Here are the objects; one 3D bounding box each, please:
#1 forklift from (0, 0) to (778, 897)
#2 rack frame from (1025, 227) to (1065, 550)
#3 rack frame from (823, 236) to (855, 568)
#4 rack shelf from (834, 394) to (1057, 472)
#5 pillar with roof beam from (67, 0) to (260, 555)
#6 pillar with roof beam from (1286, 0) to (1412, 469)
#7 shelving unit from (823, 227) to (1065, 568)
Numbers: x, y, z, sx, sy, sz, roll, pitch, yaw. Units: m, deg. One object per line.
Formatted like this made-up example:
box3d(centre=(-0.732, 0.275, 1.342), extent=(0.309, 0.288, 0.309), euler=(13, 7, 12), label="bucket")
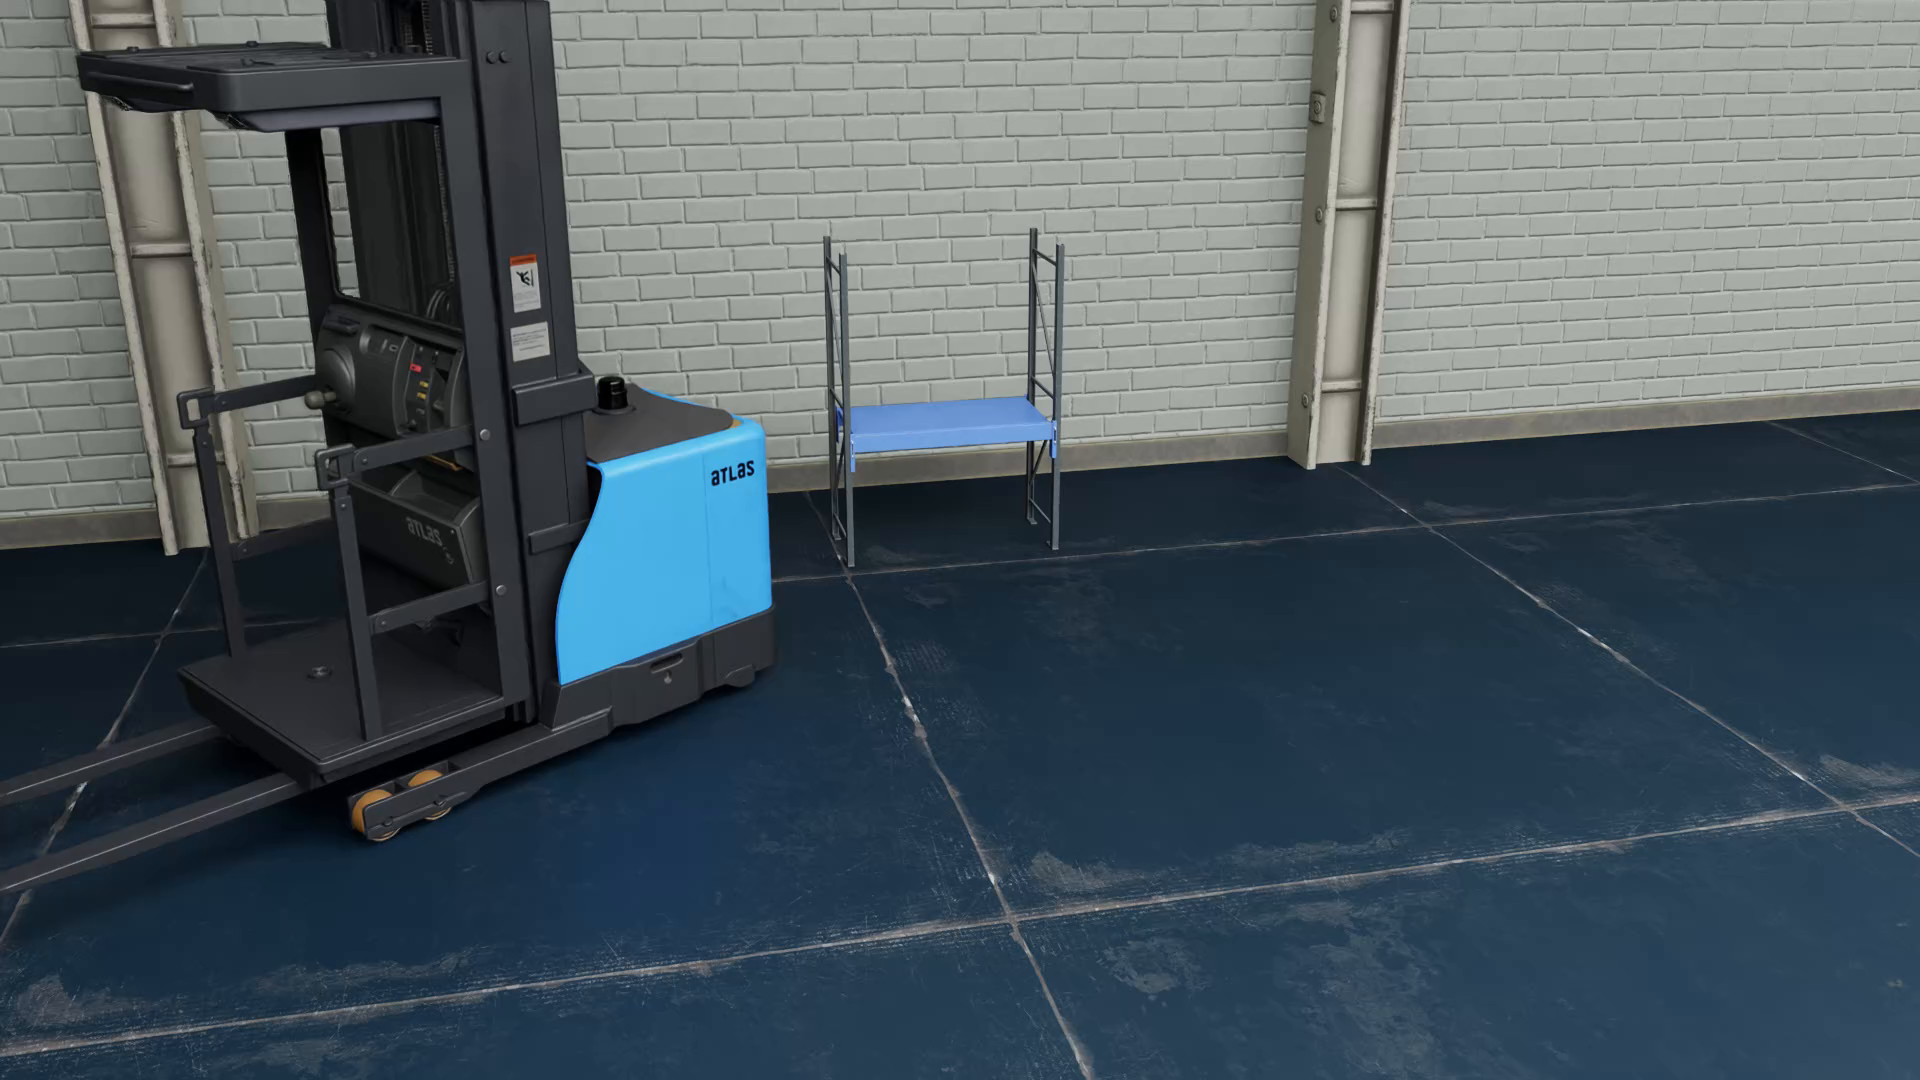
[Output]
box3d(centre=(-2.116, -0.567, 5.602), extent=(1.130, 2.935, 3.031), euler=(18, 27, 40), label="forklift")
box3d(centre=(0.412, -0.738, 8.148), extent=(0.032, 1.500, 0.500), euler=(-5, 21, -12), label="rack frame")
box3d(centre=(-0.578, -0.657, 7.928), extent=(0.032, 1.500, 0.500), euler=(-5, 21, -12), label="rack frame")
box3d(centre=(-0.083, -0.529, 8.100), extent=(1.000, 0.185, 0.538), euler=(-5, 21, -12), label="rack shelf")
box3d(centre=(-2.731, -2.776, 2.810), extent=(0.400, 9.000, 9.100), euler=(-5, 21, -12), label="pillar with roof beam")
box3d(centre=(3.108, -3.251, 4.107), extent=(0.400, 9.000, 9.100), euler=(-5, 21, -12), label="pillar with roof beam")
box3d(centre=(-0.083, -0.697, 8.038), extent=(1.048, 1.500, 0.538), euler=(-5, 21, -12), label="shelving unit")
